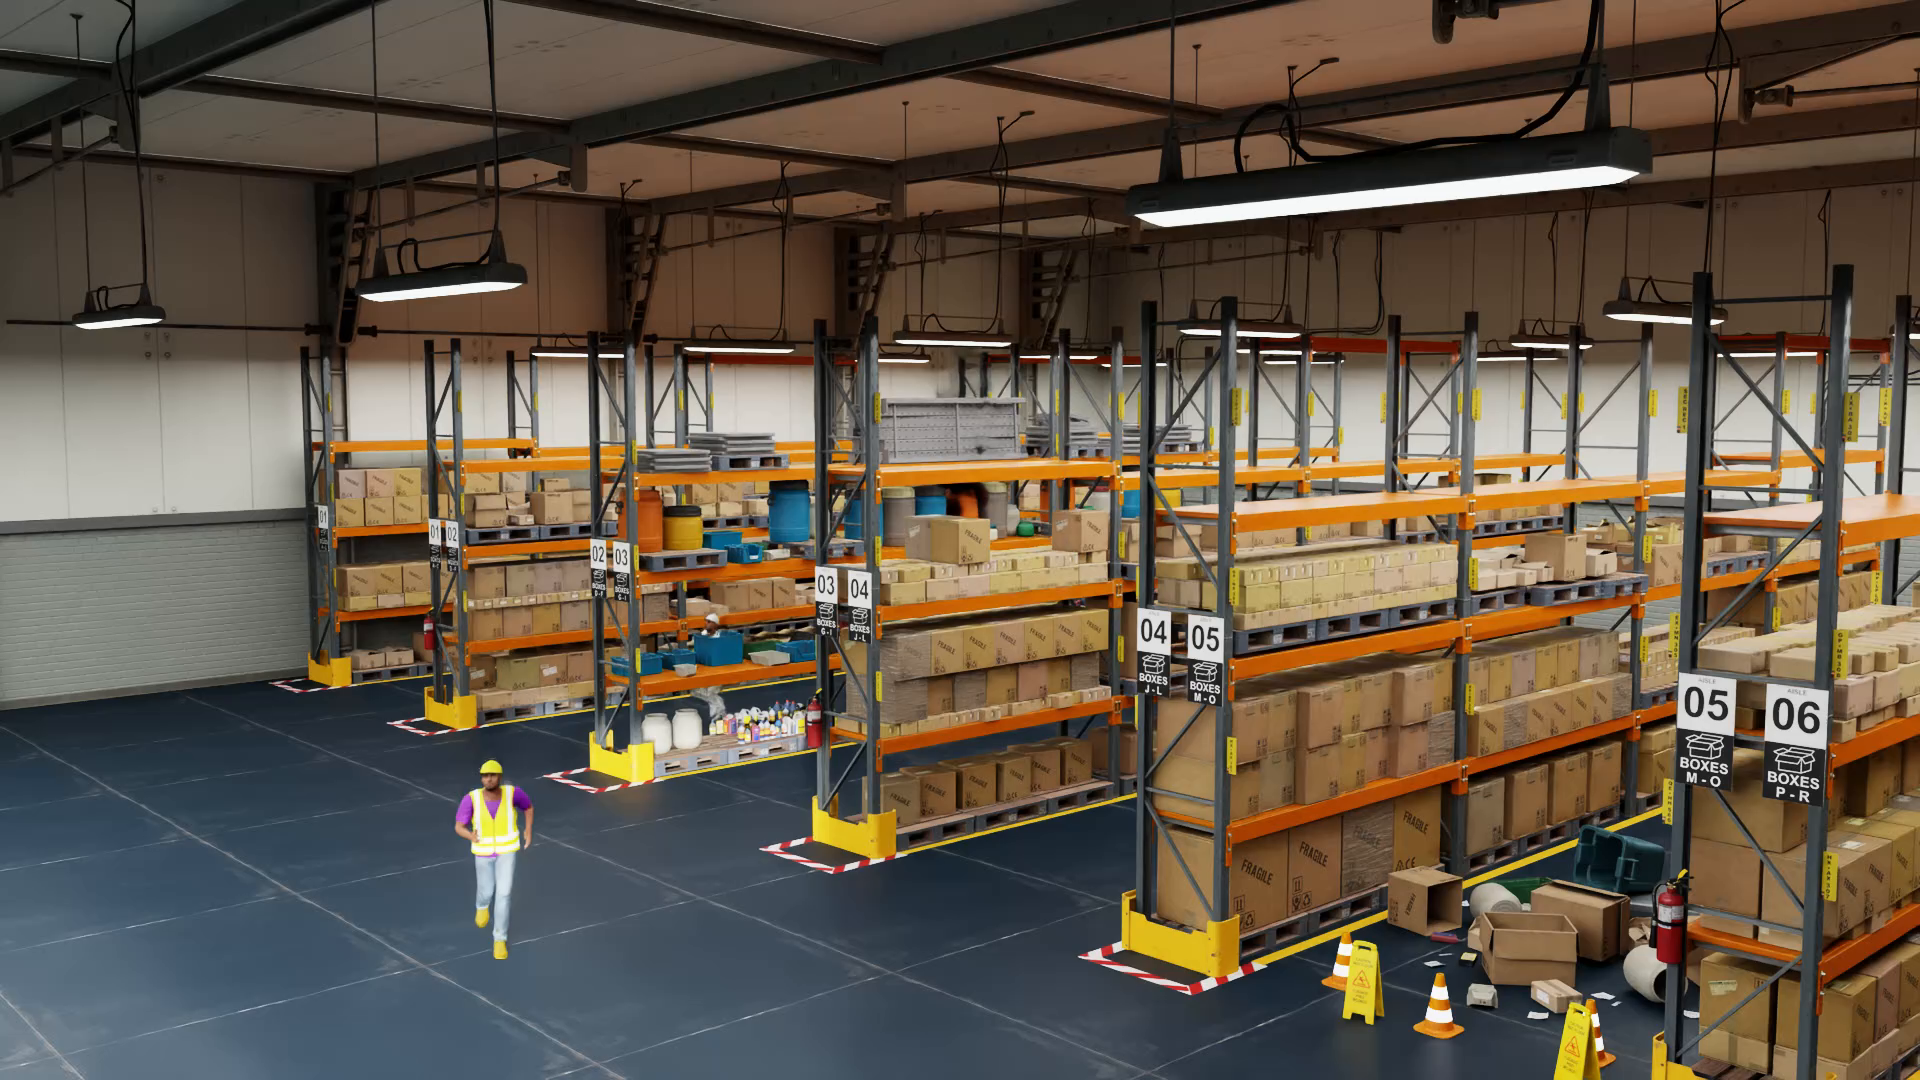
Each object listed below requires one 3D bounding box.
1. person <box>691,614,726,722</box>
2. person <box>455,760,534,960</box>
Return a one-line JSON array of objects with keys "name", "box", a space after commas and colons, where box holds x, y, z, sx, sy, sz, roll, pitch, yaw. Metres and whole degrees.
[{"name": "person", "box": [-3.875, 1.997, 25.757, 0.631, 1.713, 0.606, 4, 6, 37]}, {"name": "person", "box": [-4.347, 2.918, 15.553, 0.710, 1.771, 0.975, -1, 5, -13]}]
